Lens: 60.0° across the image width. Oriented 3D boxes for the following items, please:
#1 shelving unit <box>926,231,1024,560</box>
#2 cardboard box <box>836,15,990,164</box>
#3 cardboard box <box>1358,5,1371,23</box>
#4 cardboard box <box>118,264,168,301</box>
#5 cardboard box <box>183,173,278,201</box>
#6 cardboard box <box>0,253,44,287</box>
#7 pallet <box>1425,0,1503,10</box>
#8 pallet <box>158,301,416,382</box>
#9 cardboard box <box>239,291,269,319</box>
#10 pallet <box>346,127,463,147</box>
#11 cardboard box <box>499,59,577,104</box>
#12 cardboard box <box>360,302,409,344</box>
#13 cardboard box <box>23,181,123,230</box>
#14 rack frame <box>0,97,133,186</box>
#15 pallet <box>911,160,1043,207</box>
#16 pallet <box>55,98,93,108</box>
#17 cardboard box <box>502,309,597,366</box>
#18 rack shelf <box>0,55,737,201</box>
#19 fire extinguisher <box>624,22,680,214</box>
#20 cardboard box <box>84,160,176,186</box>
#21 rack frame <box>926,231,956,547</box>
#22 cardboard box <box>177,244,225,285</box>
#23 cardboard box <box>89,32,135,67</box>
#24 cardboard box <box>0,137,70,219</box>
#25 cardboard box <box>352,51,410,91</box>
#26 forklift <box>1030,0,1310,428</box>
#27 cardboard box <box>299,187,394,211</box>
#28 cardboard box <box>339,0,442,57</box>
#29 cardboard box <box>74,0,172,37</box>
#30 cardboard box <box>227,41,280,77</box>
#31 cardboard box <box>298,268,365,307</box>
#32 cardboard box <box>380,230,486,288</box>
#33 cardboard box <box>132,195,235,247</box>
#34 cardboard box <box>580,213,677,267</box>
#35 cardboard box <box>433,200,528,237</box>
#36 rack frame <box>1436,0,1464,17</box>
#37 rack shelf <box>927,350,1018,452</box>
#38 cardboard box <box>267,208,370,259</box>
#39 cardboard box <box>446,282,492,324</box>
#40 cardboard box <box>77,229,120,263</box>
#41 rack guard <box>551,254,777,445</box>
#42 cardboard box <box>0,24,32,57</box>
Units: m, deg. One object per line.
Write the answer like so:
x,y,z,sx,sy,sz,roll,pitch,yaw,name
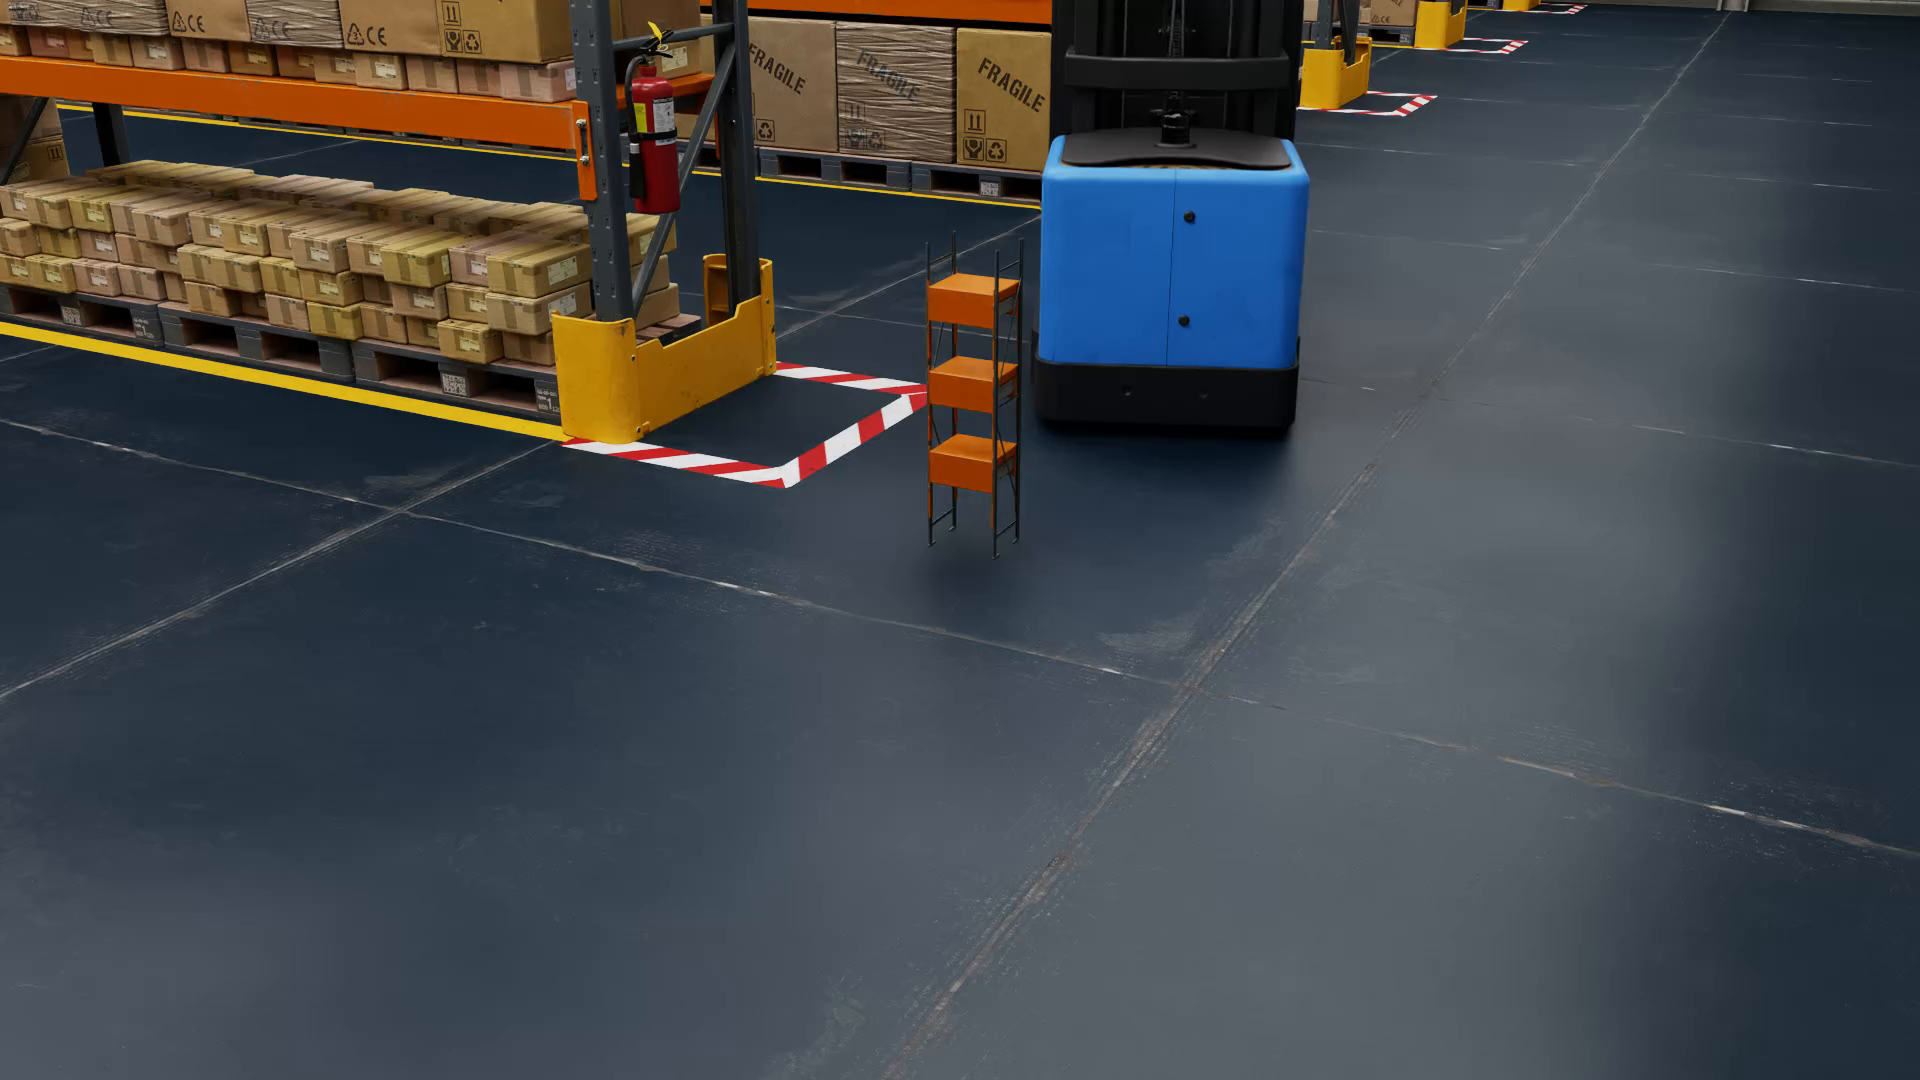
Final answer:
0.048,-0.474,5.522,0.252,1.050,0.215,11,25,25,shelving unit
-0.251,-3.149,11.499,0.875,0.875,0.875,11,25,25,cardboard box
4.725,-6.158,19.456,0.250,0.166,0.380,11,25,25,cardboard box
-3.817,-1.284,8.043,0.250,0.149,0.380,11,25,23,cardboard box
-3.626,-1.717,8.300,0.250,0.149,0.380,12,26,26,cardboard box
-4.549,-1.384,8.278,0.250,0.149,0.380,10,25,22,cardboard box
7.125,-7.708,23.605,1.213,0.211,1.003,11,25,25,pallet
-3.021,-1.075,8.008,1.213,0.211,1.003,11,25,25,pallet
-3.104,-1.150,7.726,0.250,0.149,0.380,12,26,26,cardboard box
-4.216,-3.435,13.558,1.213,0.211,1.003,11,25,25,pallet
-1.578,-1.816,6.509,0.250,0.149,0.380,11,25,25,cardboard box
-2.422,-1.000,7.375,0.250,0.149,0.380,11,26,25,cardboard box
-4.296,-1.632,8.100,0.250,0.149,0.380,13,26,27,cardboard box
-4.729,-2.679,8.217,0.127,3.000,1.000,11,25,25,rack frame
0.420,-2.518,11.401,1.213,0.211,1.003,11,25,25,pallet
-7.752,-4.171,15.289,1.213,0.211,1.003,11,25,25,pallet
-1.723,-0.874,7.080,0.250,0.149,0.380,12,26,25,cardboard box
-2.944,-1.995,7.528,4.000,0.370,1.077,11,25,25,rack shelf
-1.143,-1.560,6.161,0.183,0.674,0.296,11,25,25,fire extinguisher
-4.294,-1.862,8.643,0.250,0.149,0.380,12,26,26,cardboard box
-0.061,-0.495,5.573,0.008,1.050,0.200,11,25,25,rack frame
-3.379,-1.306,7.714,0.250,0.149,0.380,11,25,24,cardboard box
-3.663,-2.234,7.490,0.250,0.149,0.380,12,26,26,cardboard box
-5.269,-1.945,9.149,0.500,0.500,0.500,12,26,27,cardboard box
-2.252,-1.949,6.822,0.250,0.149,0.380,12,26,26,cardboard box
0.968,-2.335,7.495,1.130,2.935,3.031,2,23,5,forklift
-2.925,-1.576,7.968,0.250,0.149,0.380,11,26,25,cardboard box
-2.134,-2.238,6.672,0.500,0.500,0.500,11,25,24,cardboard box
-3.523,-2.500,7.289,0.500,0.500,0.500,11,25,23,cardboard box
-2.932,-2.116,7.213,0.250,0.149,0.380,12,26,25,cardboard box
-2.692,-1.163,7.378,0.250,0.149,0.380,12,26,25,cardboard box
-2.233,-1.199,7.082,0.250,0.149,0.380,11,25,23,cardboard box
-3.615,-1.493,7.774,0.250,0.149,0.380,12,26,26,cardboard box
-1.474,-1.339,7.412,0.250,0.149,0.380,10,25,22,cardboard box
-2.200,-1.450,7.673,0.250,0.149,0.380,10,25,22,cardboard box
5.642,-7.147,18.722,0.127,3.000,1.000,11,25,25,rack frame
0.048,-0.464,5.526,0.240,0.259,0.215,11,25,25,rack shelf
-2.886,-1.380,7.508,0.250,0.149,0.380,10,25,23,cardboard box
-1.968,-1.050,7.112,0.250,0.149,0.380,11,25,23,cardboard box
-4.050,-1.478,8.119,0.250,0.149,0.380,11,25,24,cardboard box
-1.227,-0.836,7.077,0.348,0.500,1.175,11,25,25,rack guard
-4.360,-2.380,7.834,0.250,0.149,0.380,12,26,26,cardboard box
